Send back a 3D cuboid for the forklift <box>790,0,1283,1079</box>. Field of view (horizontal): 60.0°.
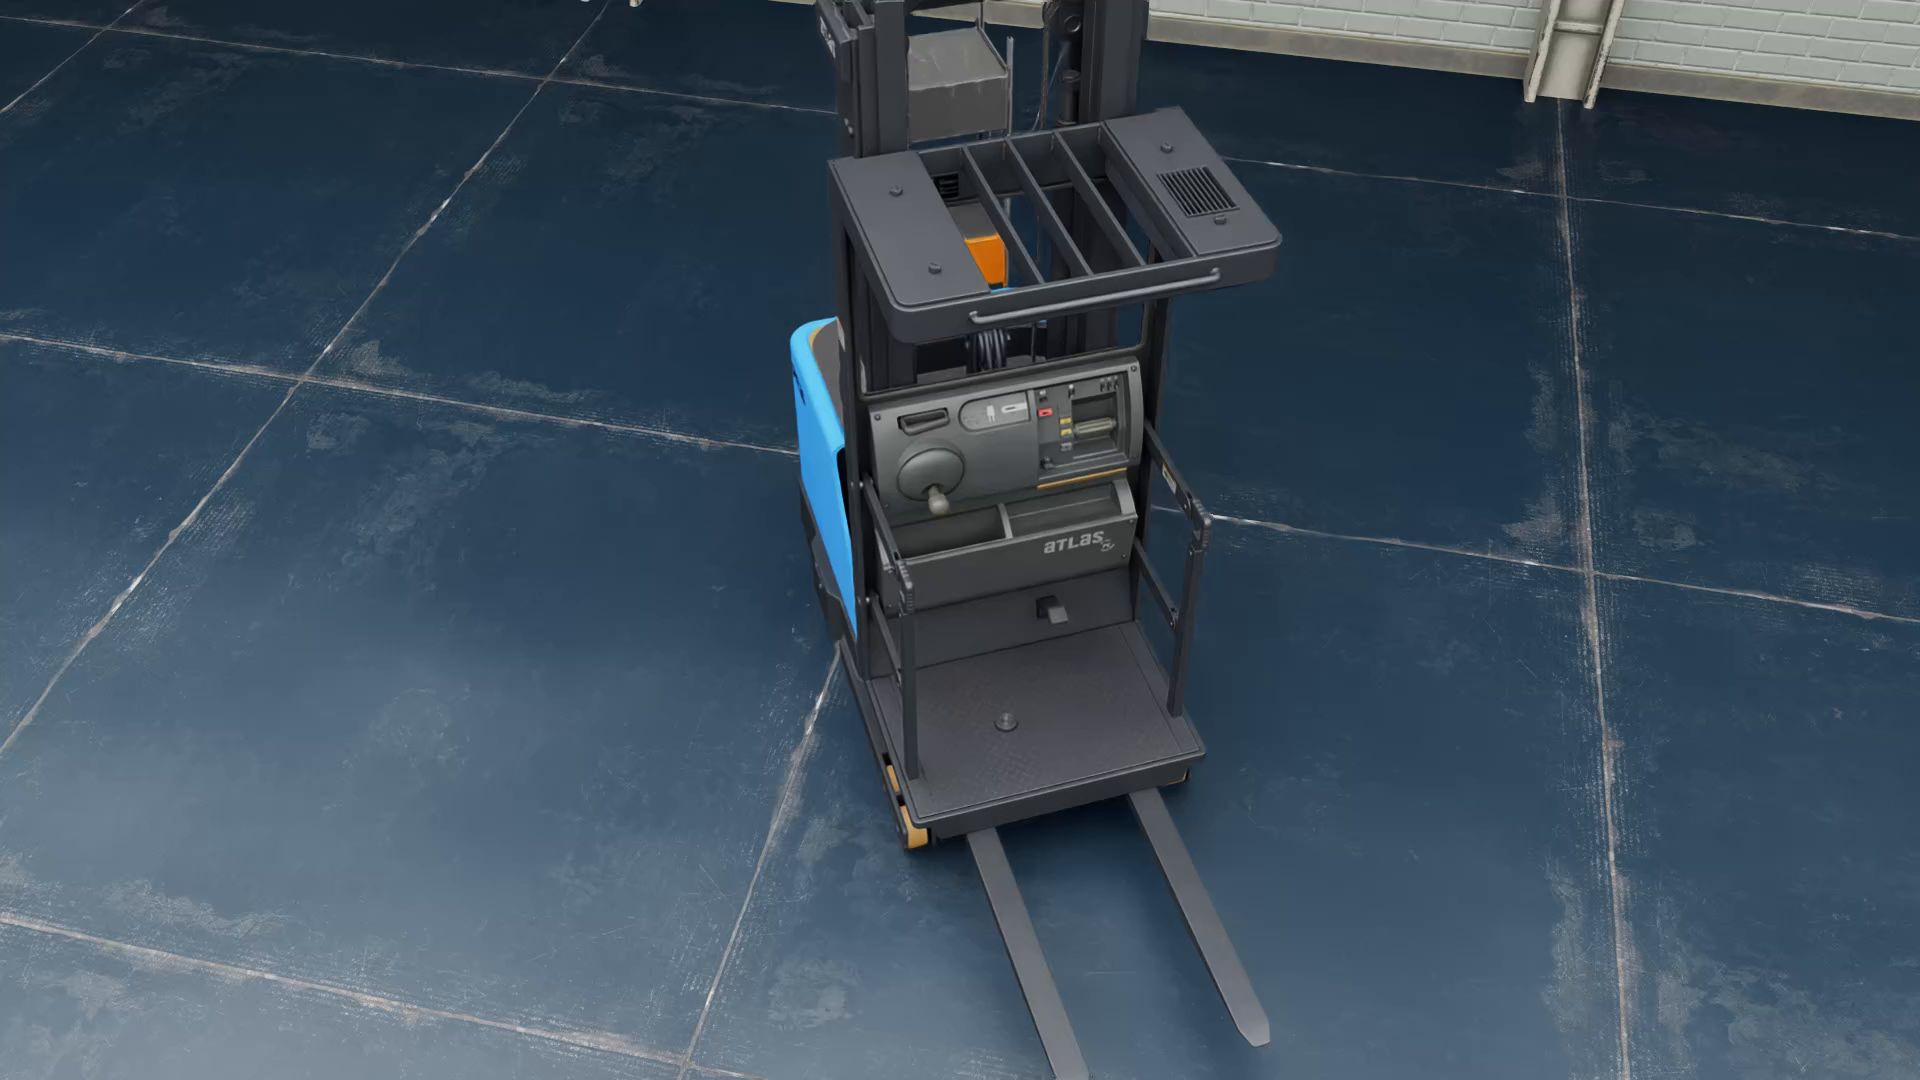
[{"bbox_3d":[0.227,-0.250,5.356,1.130,2.935,3.031,-12,45,-12],"label":"forklift"}]

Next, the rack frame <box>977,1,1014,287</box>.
[{"bbox_3d":[0.132,-1.206,6.949,0.015,2.100,0.400,-12,45,-12],"label":"rack frame"}]

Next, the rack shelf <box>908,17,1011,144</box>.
[{"bbox_3d":[-0.101,-1.652,6.422,0.480,0.518,0.431,-12,45,-12],"label":"rack shelf"}]

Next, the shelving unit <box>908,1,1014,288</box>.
[{"bbox_3d":[-0.101,-1.157,6.898,0.503,2.100,0.431,-12,45,-12],"label":"shelving unit"}]

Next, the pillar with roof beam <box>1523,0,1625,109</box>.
[{"bbox_3d":[2.659,-3.023,3.862,0.400,9.000,9.100,9,45,9],"label":"pillar with roof beam"}]

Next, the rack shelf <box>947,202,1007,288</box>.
[{"bbox_3d":[-0.101,-1.147,6.908,0.480,0.518,0.431,-12,45,-12],"label":"rack shelf"}]
